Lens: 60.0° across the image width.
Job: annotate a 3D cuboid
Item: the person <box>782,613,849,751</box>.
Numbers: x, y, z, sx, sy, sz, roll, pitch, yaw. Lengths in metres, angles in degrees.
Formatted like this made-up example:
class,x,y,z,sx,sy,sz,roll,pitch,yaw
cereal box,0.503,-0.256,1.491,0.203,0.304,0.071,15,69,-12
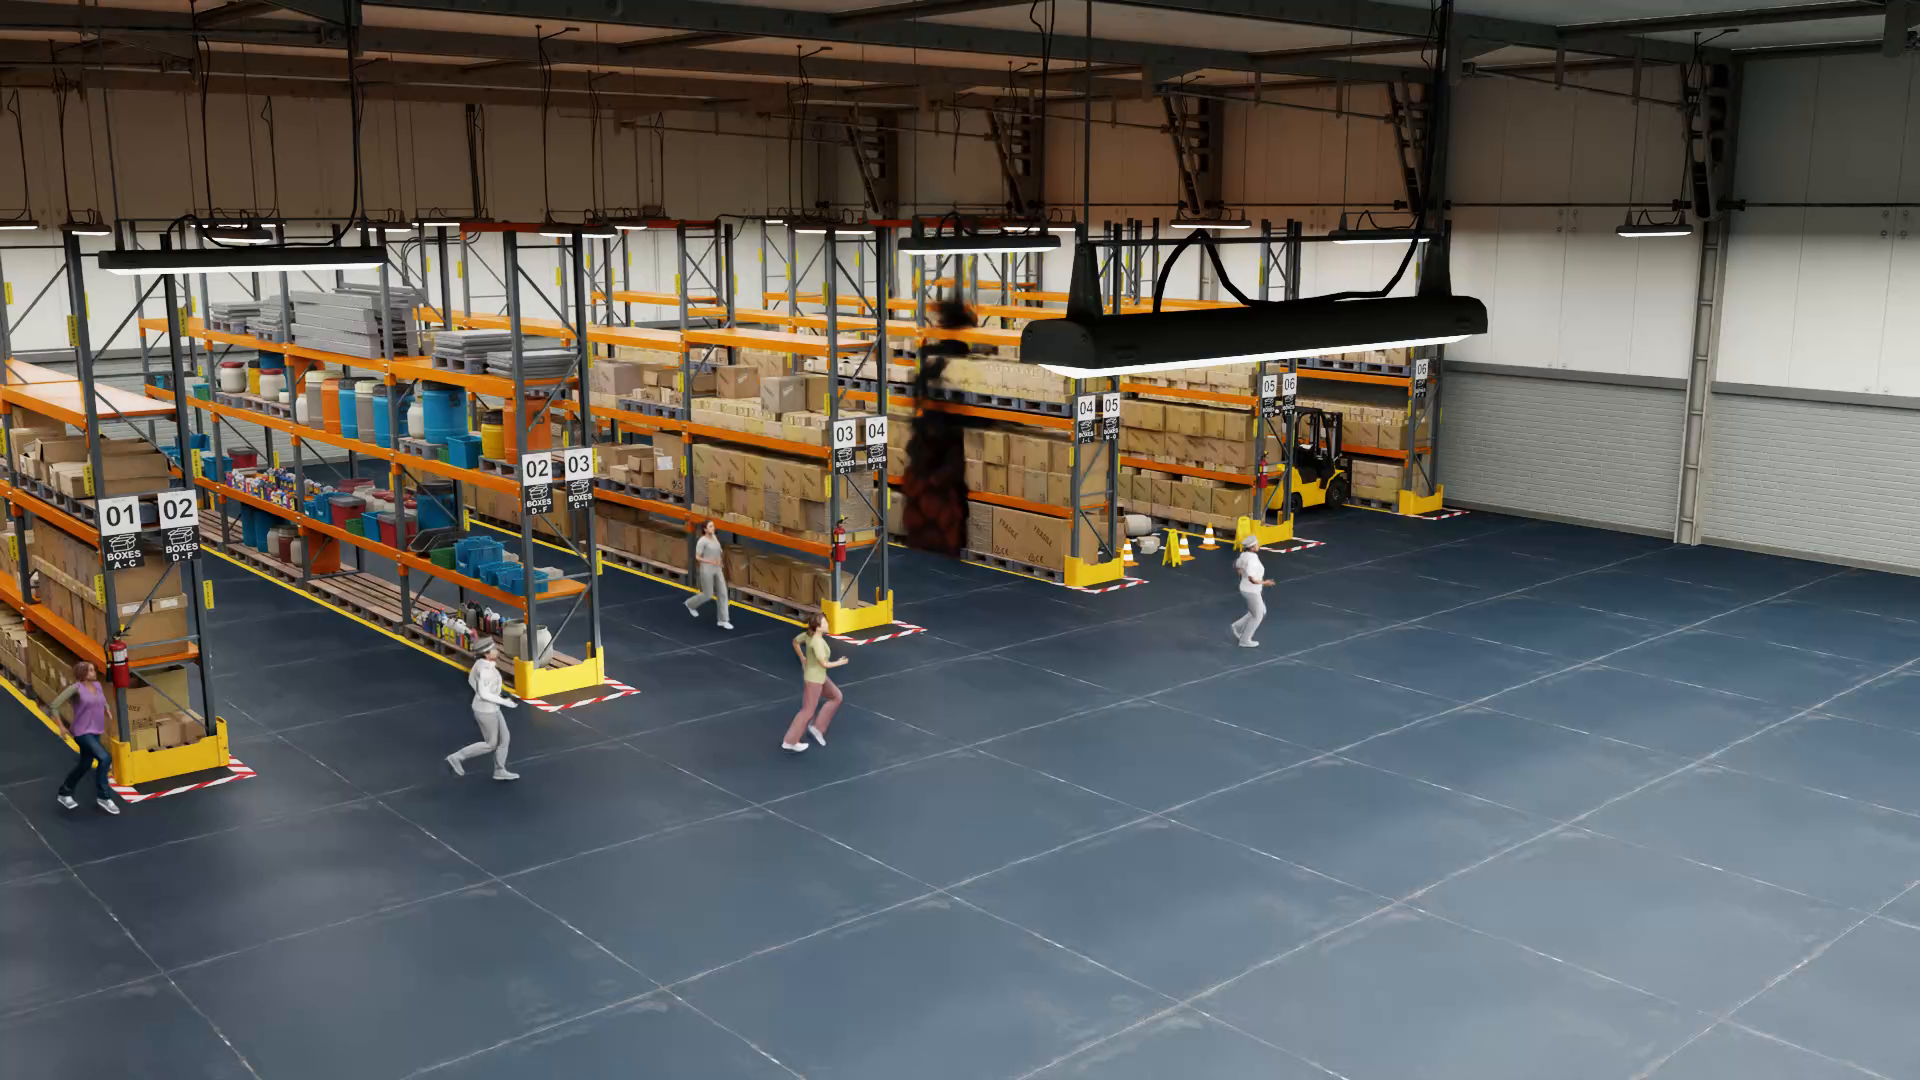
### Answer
class,x,y,z,sx,sy,sz,roll,pitch,yaw
person,-1.706,1.645,19.474,0.811,1.631,0.582,-2,12,-11

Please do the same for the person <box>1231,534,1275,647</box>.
class,x,y,z,sx,sy,sz,roll,pitch,yaw
person,4.247,0.727,24.068,0.568,1.654,0.570,-1,11,-3

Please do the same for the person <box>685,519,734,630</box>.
class,x,y,z,sx,sy,sz,roll,pitch,yaw
person,-3.808,0.496,25.232,0.922,1.672,0.568,8,14,34

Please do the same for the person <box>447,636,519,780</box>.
class,x,y,z,sx,sy,sz,roll,pitch,yaw
person,-5.306,1.883,18.379,0.769,1.663,0.607,-4,12,-19

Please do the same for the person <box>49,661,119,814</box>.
class,x,y,z,sx,sy,sz,roll,pitch,yaw
person,-9.211,2.064,17.610,0.728,1.582,0.535,2,12,8
